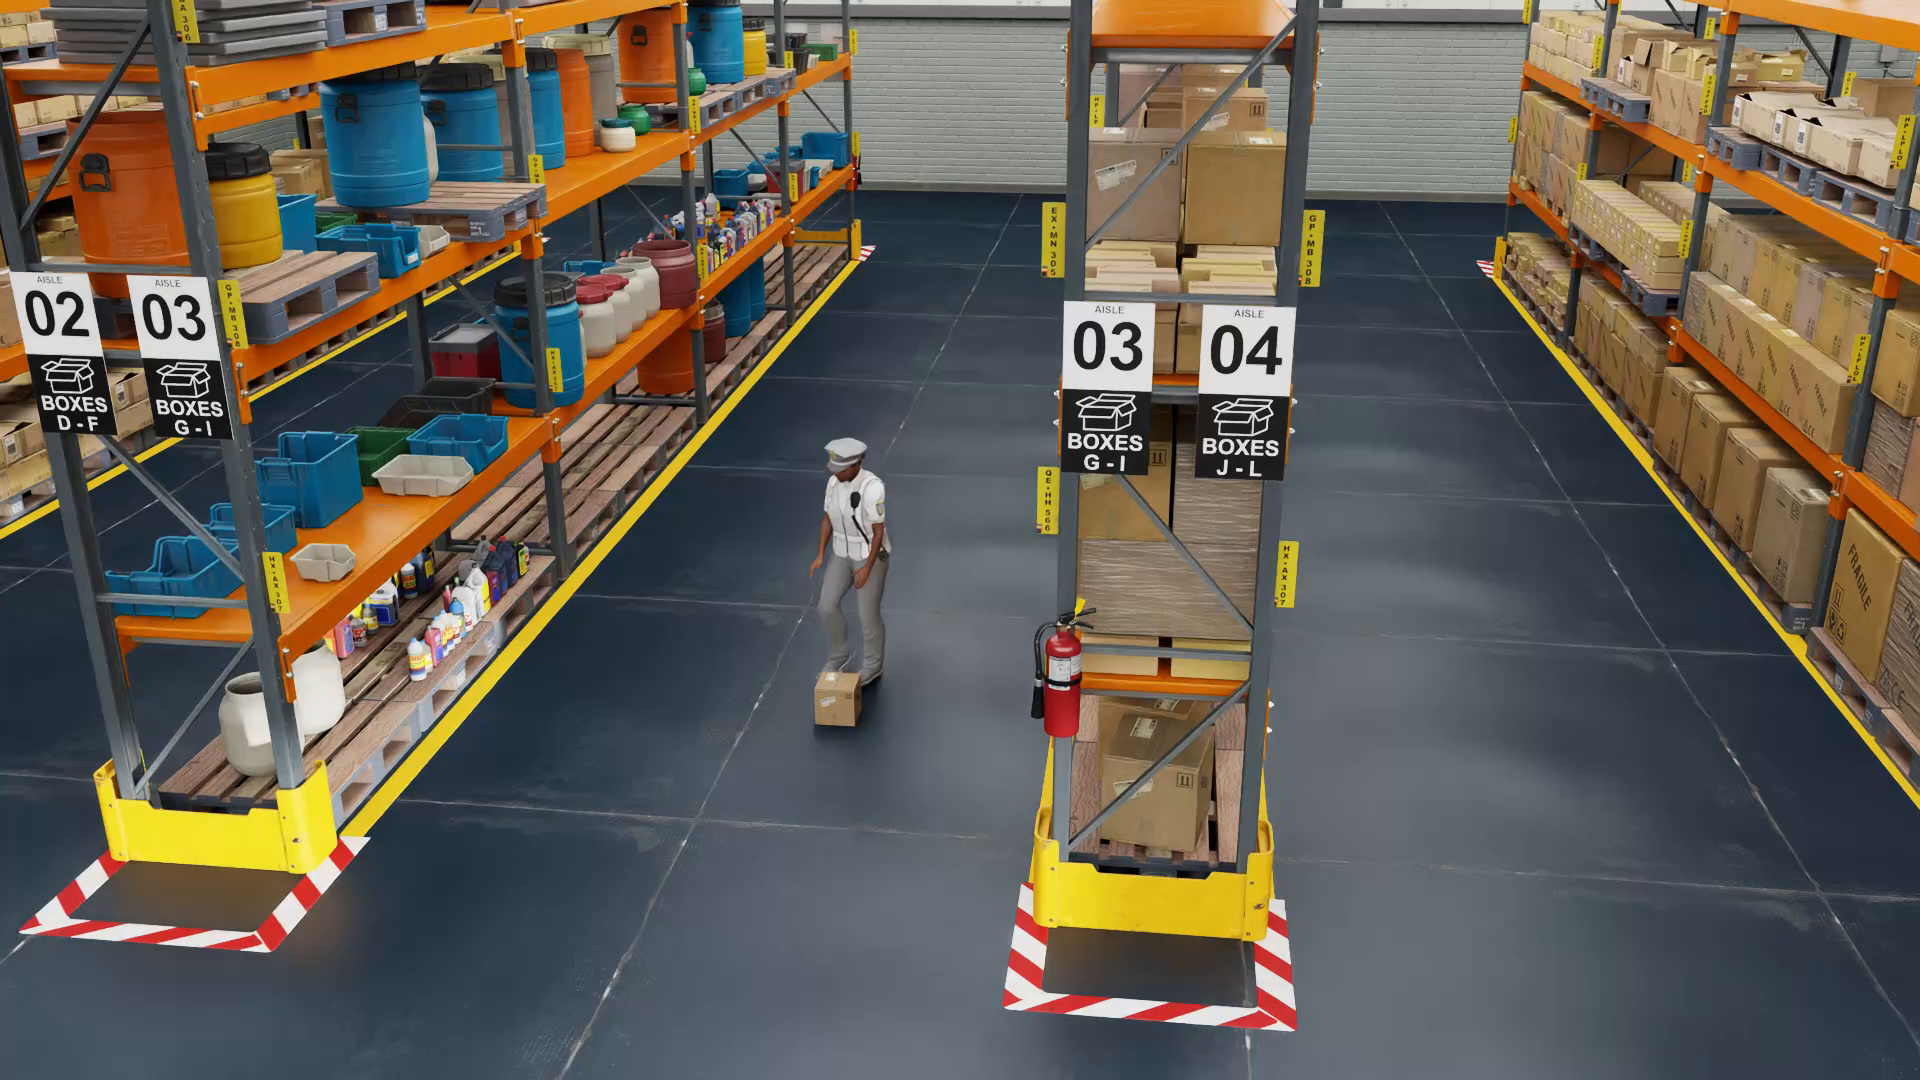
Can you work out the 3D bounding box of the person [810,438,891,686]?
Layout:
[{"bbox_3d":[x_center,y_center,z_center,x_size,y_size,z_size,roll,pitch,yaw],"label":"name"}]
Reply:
[{"bbox_3d":[-0.702,0.167,10.700,0.487,1.714,0.433,15,26,33],"label":"person"}]
